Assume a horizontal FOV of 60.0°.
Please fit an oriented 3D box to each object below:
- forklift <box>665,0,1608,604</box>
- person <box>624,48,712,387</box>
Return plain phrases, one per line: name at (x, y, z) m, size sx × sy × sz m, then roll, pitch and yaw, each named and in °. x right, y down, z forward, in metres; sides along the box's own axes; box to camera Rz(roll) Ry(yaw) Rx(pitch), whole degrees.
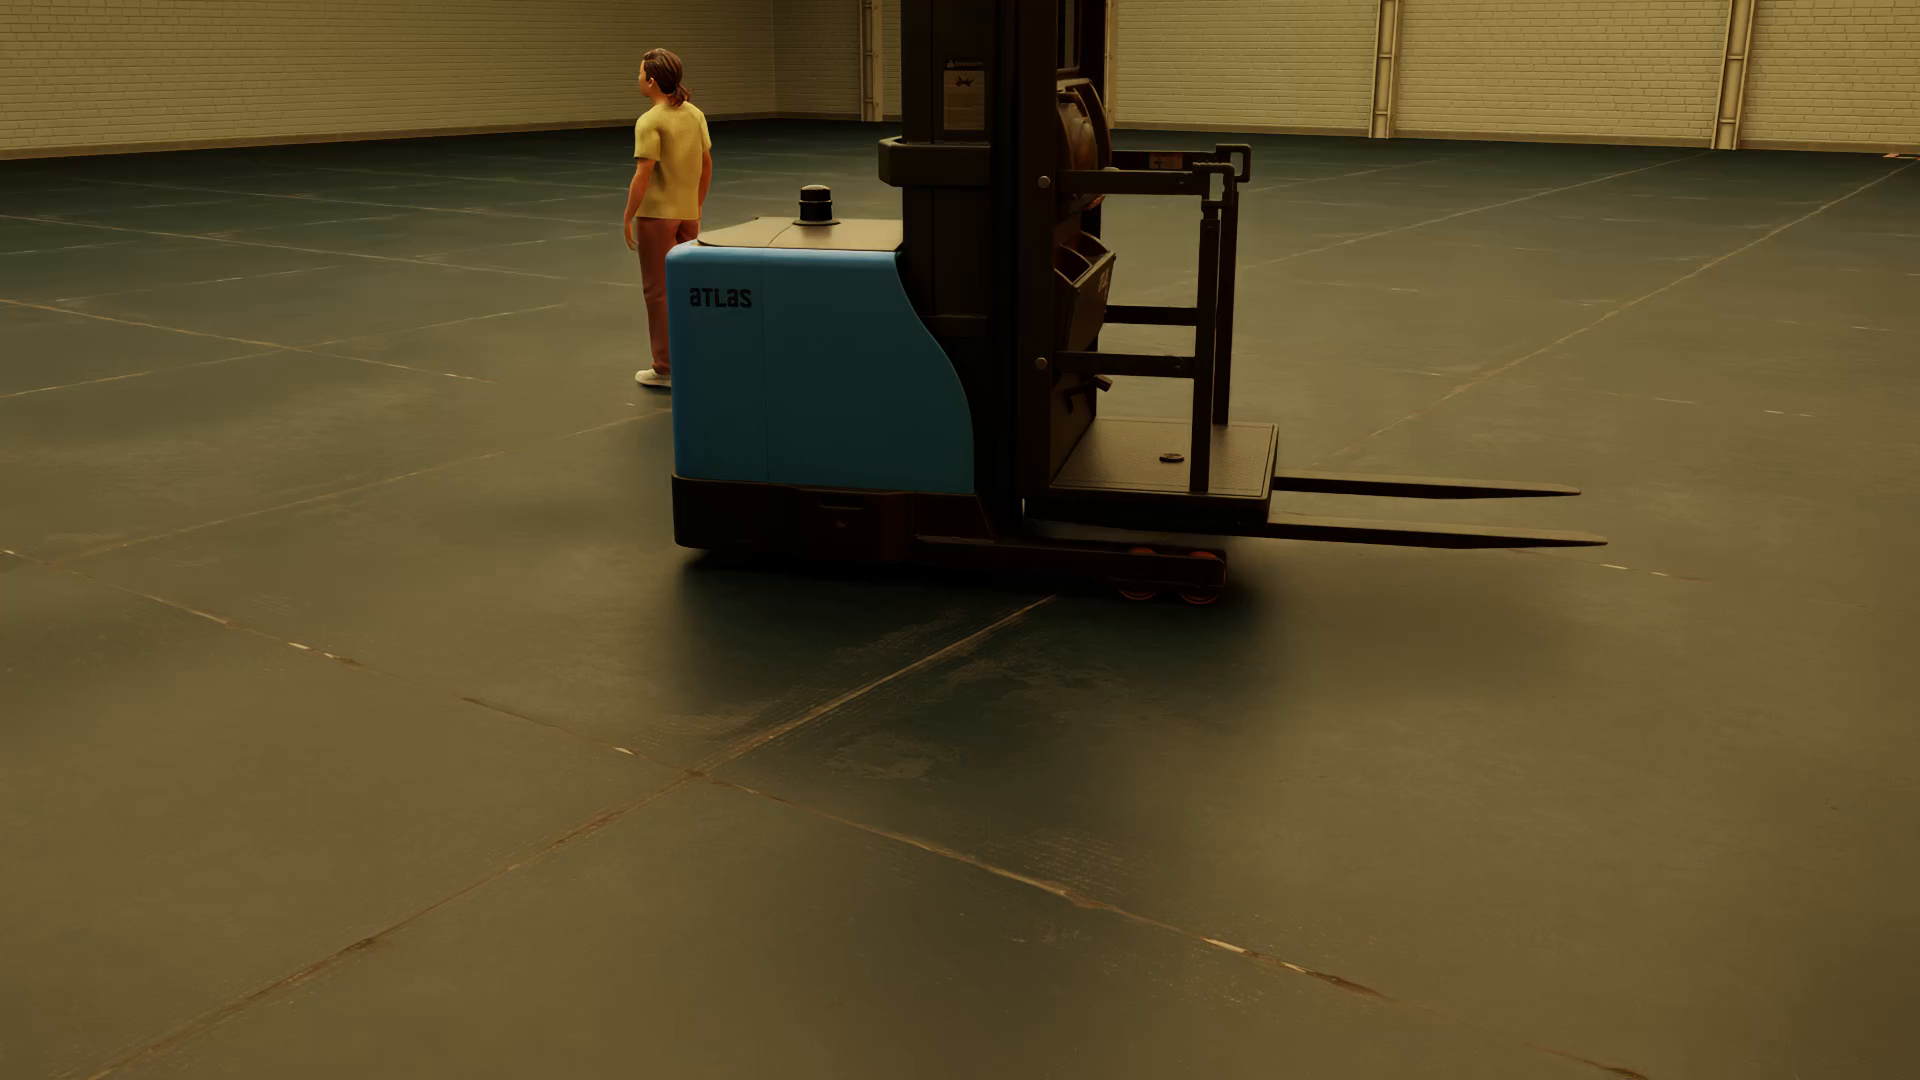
forklift at (0.595, -1.367, 5.404) m, size 3.031 × 2.935 × 1.130 m, roll 4°, pitch 17°, yaw 12°
person at (-1.522, -1.608, 8.376) m, size 0.548 × 1.672 × 0.553 m, roll 12°, pitch 20°, yaw 34°
